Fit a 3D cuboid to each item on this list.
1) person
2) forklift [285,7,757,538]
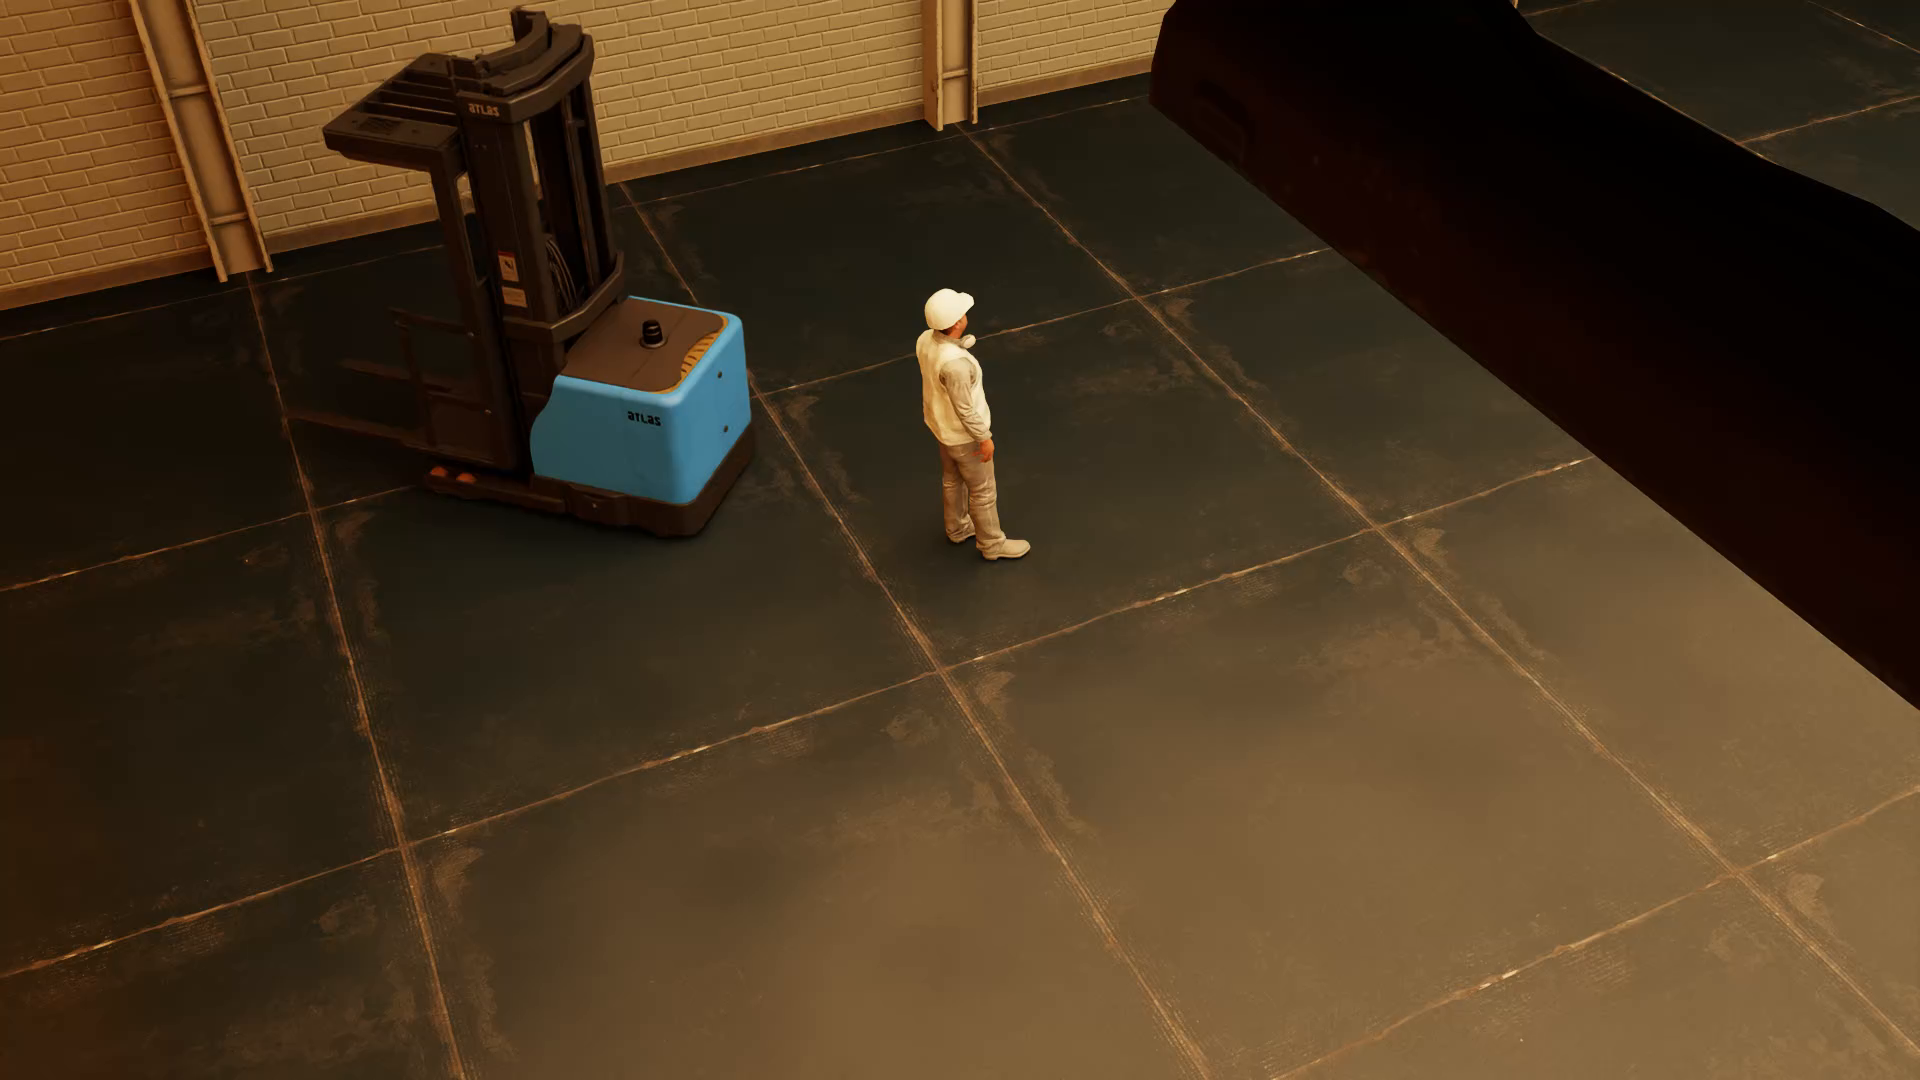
[{"bbox_3d":[0.060,-0.700,9.747,0.565,1.776,0.634,-17,43,-19],"label":"person"},{"bbox_3d":[-2.910,-1.694,10.046,3.031,2.935,1.130,12,41,14],"label":"forklift"}]
